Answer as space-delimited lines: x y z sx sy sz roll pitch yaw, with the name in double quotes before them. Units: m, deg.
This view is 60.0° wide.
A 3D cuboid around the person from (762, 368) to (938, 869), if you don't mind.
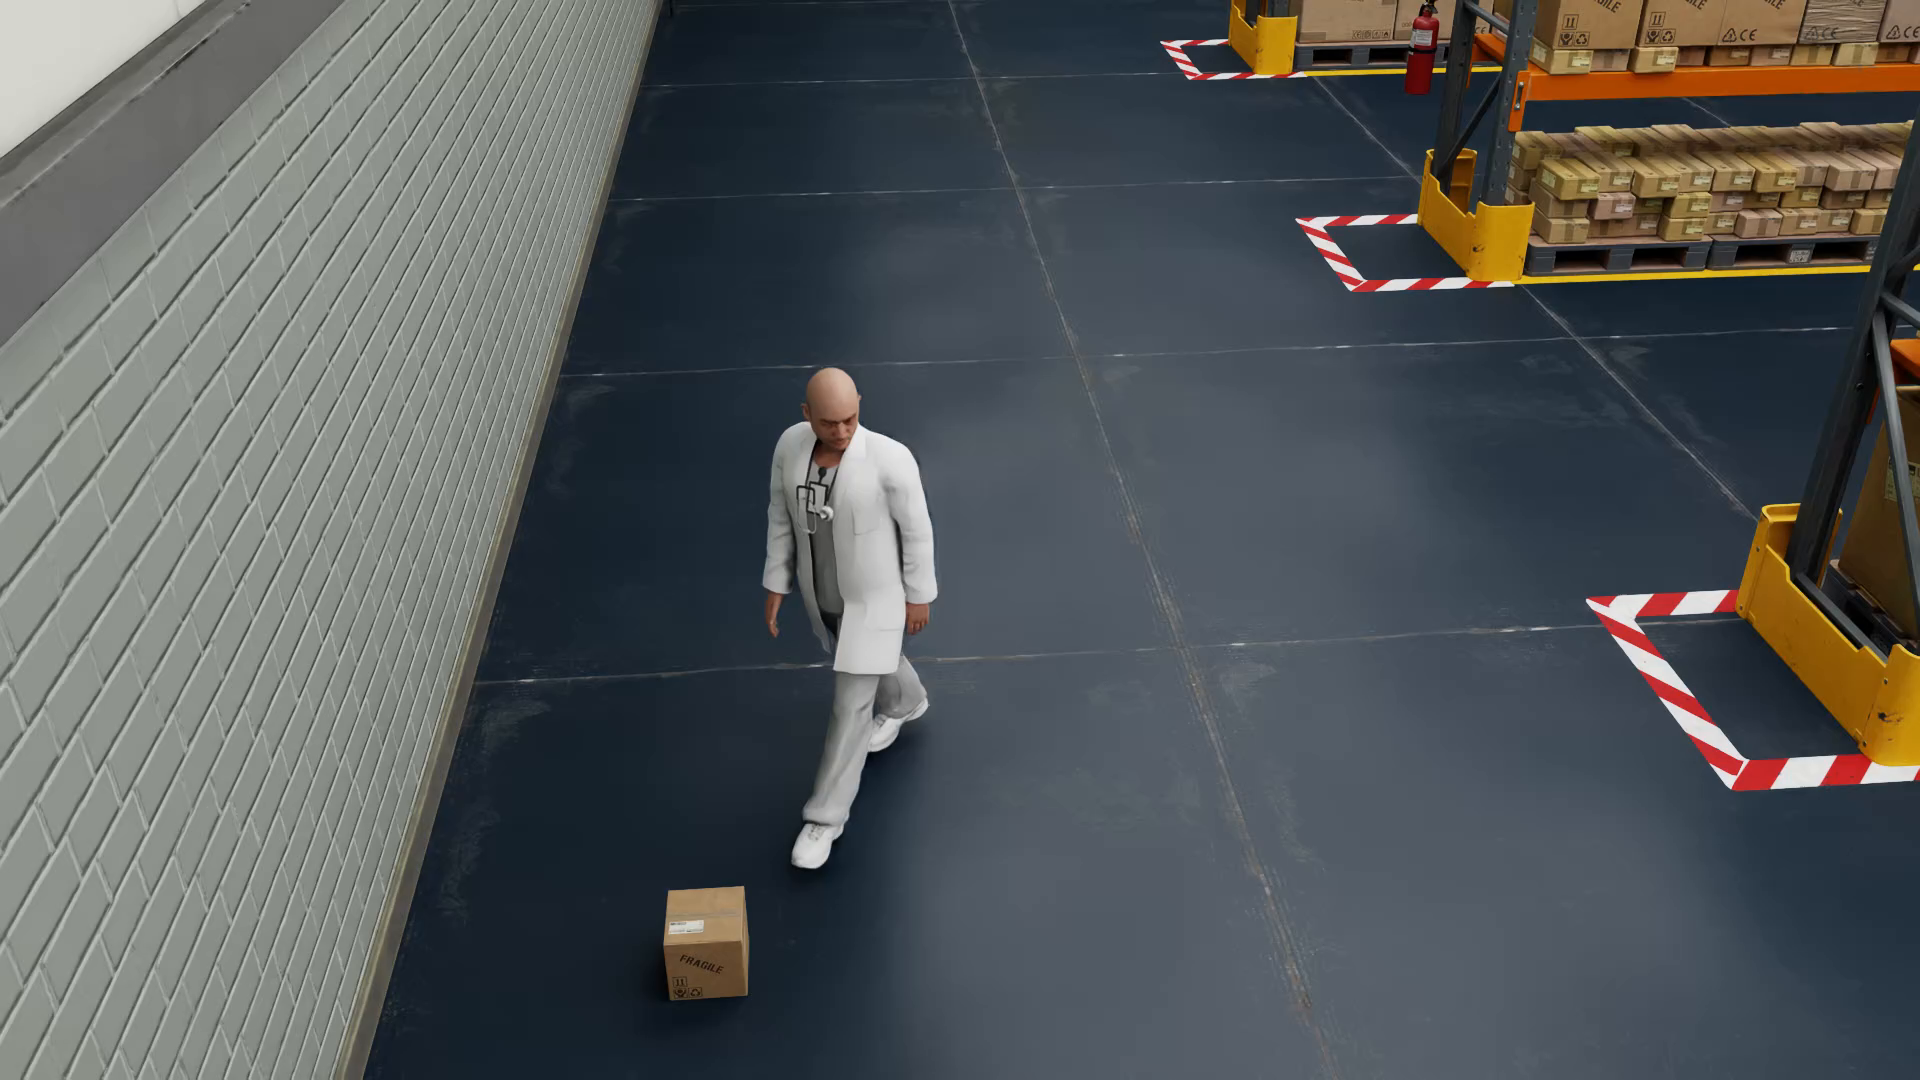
"person" -0.402 0.185 5.814 0.597 1.730 1.068 19 36 29
